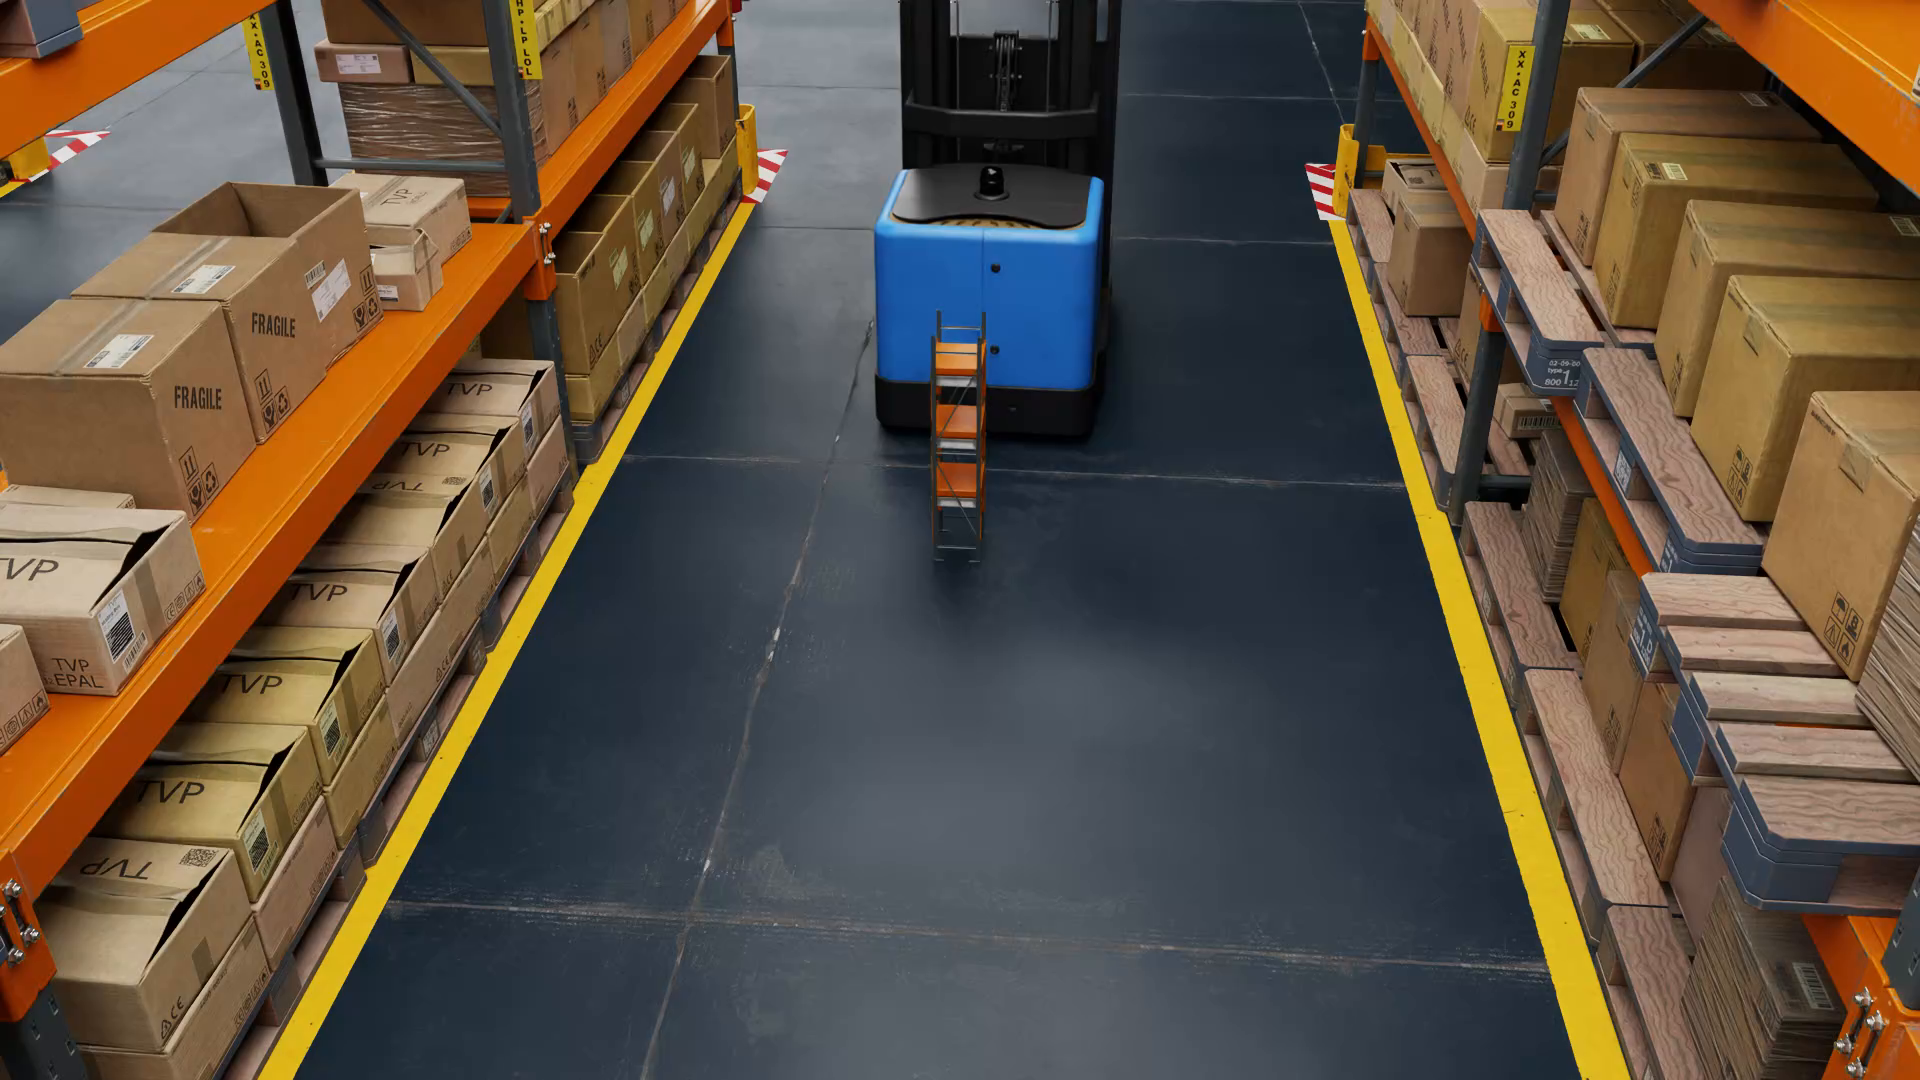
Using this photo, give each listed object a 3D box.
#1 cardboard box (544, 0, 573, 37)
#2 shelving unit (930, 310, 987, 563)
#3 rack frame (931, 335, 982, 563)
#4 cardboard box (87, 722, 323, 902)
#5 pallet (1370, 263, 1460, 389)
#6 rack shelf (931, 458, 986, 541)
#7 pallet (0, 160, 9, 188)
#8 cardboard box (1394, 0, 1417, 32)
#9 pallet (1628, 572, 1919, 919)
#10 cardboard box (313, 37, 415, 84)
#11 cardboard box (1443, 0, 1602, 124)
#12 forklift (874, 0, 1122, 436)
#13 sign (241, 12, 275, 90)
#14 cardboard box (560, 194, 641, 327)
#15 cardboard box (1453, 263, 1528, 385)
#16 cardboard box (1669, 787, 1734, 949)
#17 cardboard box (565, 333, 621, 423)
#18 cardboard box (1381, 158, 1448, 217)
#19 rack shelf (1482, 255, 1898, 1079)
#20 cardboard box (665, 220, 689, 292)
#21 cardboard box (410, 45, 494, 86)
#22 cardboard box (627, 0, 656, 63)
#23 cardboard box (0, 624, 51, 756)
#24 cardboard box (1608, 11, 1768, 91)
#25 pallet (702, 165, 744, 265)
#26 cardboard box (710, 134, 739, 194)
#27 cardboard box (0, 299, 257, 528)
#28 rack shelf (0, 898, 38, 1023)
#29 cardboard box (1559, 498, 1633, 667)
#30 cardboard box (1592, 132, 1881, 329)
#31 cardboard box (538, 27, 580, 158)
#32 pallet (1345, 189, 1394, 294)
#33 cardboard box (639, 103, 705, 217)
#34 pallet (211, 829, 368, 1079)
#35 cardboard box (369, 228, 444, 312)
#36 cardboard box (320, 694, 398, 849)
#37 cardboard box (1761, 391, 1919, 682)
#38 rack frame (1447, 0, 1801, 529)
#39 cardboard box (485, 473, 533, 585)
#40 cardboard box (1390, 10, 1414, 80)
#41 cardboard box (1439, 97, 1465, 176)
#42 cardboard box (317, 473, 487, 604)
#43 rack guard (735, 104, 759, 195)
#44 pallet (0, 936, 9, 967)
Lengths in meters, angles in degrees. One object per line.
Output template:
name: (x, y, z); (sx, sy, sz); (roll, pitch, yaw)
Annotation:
cardboard box: (-1.992, -2.403, 7.577); (0.380, 0.149, 0.250); (2, 32, 4)
shelving unit: (-0.004, -0.419, 6.929); (0.215, 1.050, 0.252); (2, 32, 4)
rack frame: (-0.014, -0.355, 6.826); (0.200, 1.050, 0.008); (2, 32, 4)
cardboard box: (-2.222, 0.759, 4.845); (0.500, 0.311, 0.500); (2, 32, 3)
pallet: (2.787, -1.145, 8.906); (1.003, 0.211, 1.213); (2, 32, 4)
rack shelf: (-0.004, -0.173, 7.081); (0.215, 0.259, 0.240); (2, 32, 4)
pallet: (-6.908, -2.201, 10.620); (1.003, 0.211, 1.213); (2, 32, 4)
cardboard box: (2.560, -2.930, 8.555); (0.500, 0.500, 0.500); (1, 32, 2)
pallet: (2.297, 0.457, 3.833); (1.213, 0.211, 1.003); (2, 32, 4)
cardboard box: (-2.458, -2.019, 6.954); (0.380, 0.149, 0.250); (2, 32, 4)
cardboard box: (2.436, -2.125, 7.248); (0.500, 0.500, 0.500); (2, 32, 4)
forklift: (0.276, -2.497, 8.508); (1.130, 2.935, 3.031); (3, 32, 6)
sign: (-2.820, -1.974, 6.694); (0.100, 0.325, 0.005); (2, 32, 4)
cardboard box: (-1.884, -1.367, 8.116); (0.500, 0.500, 0.500); (2, 32, 4)
cardboard box: (2.716, -1.007, 7.988); (0.500, 0.500, 0.500); (0, 32, 0)
cardboard box: (2.510, 0.986, 4.754); (0.700, 0.500, 0.500); (2, 32, 4)
cardboard box: (-1.926, -0.787, 7.888); (0.500, 0.250, 0.500); (2, 32, 4)
cardboard box: (2.851, -2.116, 9.967); (0.500, 0.311, 0.500); (-1, 32, -2)
rack shelf: (2.508, 0.013, 5.056); (1.077, 0.370, 4.000); (2, 32, 4)
cardboard box: (-1.800, -1.571, 9.161); (0.500, 0.250, 0.500); (2, 32, 4)
cardboard box: (-2.051, -2.000, 6.923); (0.380, 0.149, 0.250); (2, 32, 4)
cardboard box: (-2.076, -2.905, 9.010); (0.700, 0.500, 0.500); (3, 32, 4)
cardboard box: (-2.519, 0.392, 3.839); (0.500, 0.311, 0.500); (4, 32, 7)
cardboard box: (2.918, -1.840, 6.786); (0.500, 0.500, 0.500); (2, 32, 3)
pallet: (-1.961, -2.052, 10.378); (1.003, 0.211, 1.213); (2, 32, 4)
cardboard box: (-1.690, -2.356, 10.434); (0.500, 0.250, 0.500); (2, 32, 4)
cardboard box: (-2.472, -0.378, 4.909); (0.500, 0.500, 0.500); (1, 32, 1)
rack shelf: (-2.755, 1.895, 2.002); (1.077, 0.370, 4.000); (2, 32, 4)
cardboard box: (2.636, 0.195, 6.037); (0.700, 0.500, 0.500); (2, 32, 3)
cardboard box: (2.543, -1.013, 5.519); (0.700, 0.500, 0.500); (6, 32, 9)
cardboard box: (-2.200, -2.100, 7.703); (0.700, 0.500, 0.500); (2, 32, 3)
pallet: (2.889, -1.781, 9.939); (1.003, 0.211, 1.213); (2, 32, 4)
cardboard box: (-1.755, -2.151, 9.388); (0.500, 0.500, 0.500); (2, 32, 4)
pallet: (-2.486, 1.301, 4.938); (1.003, 0.211, 1.213); (2, 32, 4)
cardboard box: (-2.155, -1.024, 6.181); (0.396, 0.266, 0.258); (2, 32, 3)
cardboard box: (-2.180, 0.738, 5.414); (0.500, 0.250, 0.500); (2, 32, 3)
cardboard box: (2.392, -0.017, 3.904); (0.700, 0.500, 0.500); (0, 32, -1)
rack frame: (2.671, -1.339, 6.564); (1.000, 3.000, 0.127); (2, 32, 4)
cardboard box: (-2.054, -0.064, 6.715); (0.500, 0.250, 0.500); (2, 32, 3)
cardboard box: (2.565, -2.596, 8.727); (0.500, 0.250, 0.500); (2, 32, 3)
cardboard box: (2.456, -1.805, 7.443); (0.500, 0.250, 0.500); (3, 32, 4)
cardboard box: (-2.093, -0.039, 6.140); (0.500, 0.311, 0.500); (2, 32, 4)
rack guard: (-1.939, -2.589, 10.975); (1.175, 0.500, 0.348); (2, 32, 4)
pallet: (-2.577, 0.982, 2.981); (1.213, 0.211, 1.003); (2, 32, 4)
